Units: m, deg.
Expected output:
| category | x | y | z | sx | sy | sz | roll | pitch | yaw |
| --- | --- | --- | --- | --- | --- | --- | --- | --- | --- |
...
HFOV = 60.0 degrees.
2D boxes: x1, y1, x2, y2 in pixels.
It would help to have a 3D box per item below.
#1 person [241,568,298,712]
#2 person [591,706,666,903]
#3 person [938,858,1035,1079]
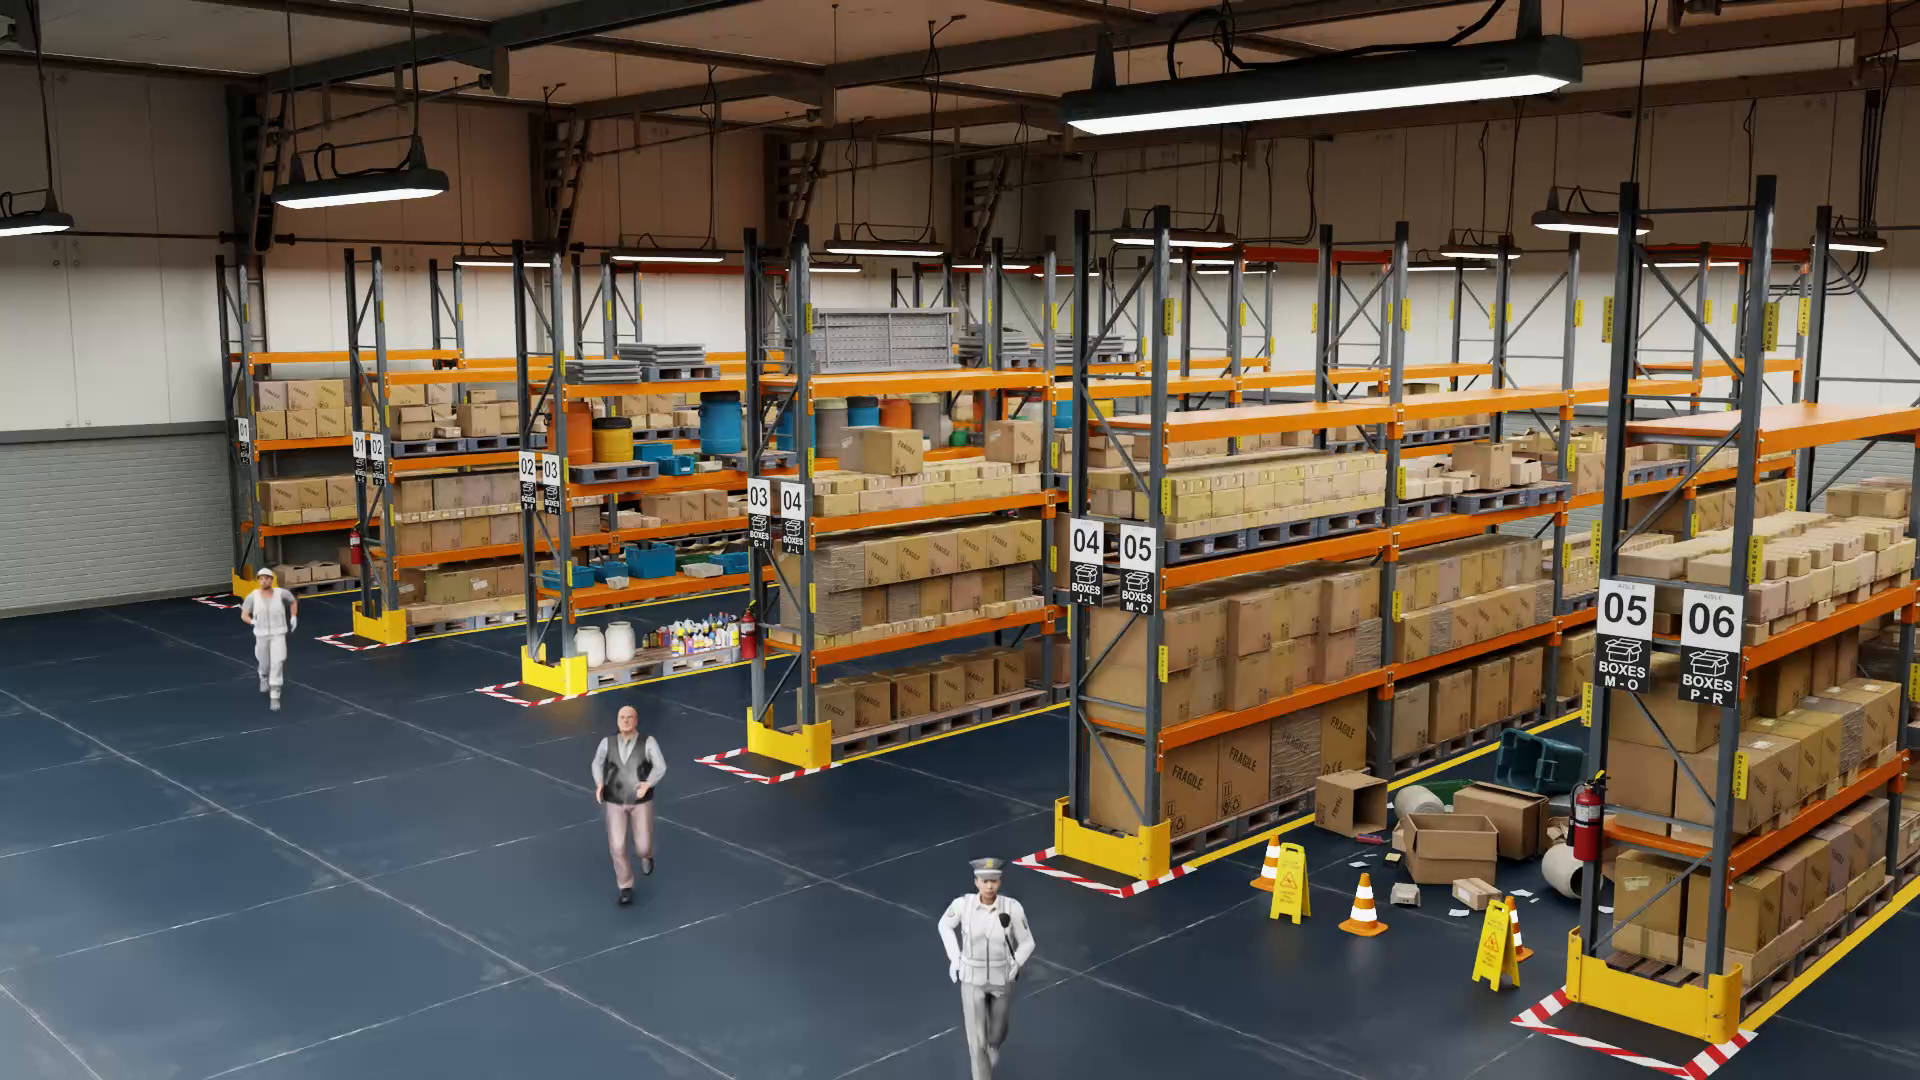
| category | x | y | z | sx | sy | sz | roll | pitch | yaw |
| --- | --- | --- | --- | --- | --- | --- | --- | --- | --- |
| person | -8.921 | 1.240 | 21.531 | 0.669 | 1.794 | 0.991 | -3 | 9 | -18 |
| person | -2.909 | 2.283 | 14.590 | 0.663 | 1.678 | 0.704 | 0 | 8 | -3 |
| person | 0.173 | 2.837 | 10.702 | 0.618 | 1.702 | 0.893 | 0 | 8 | -2 |
